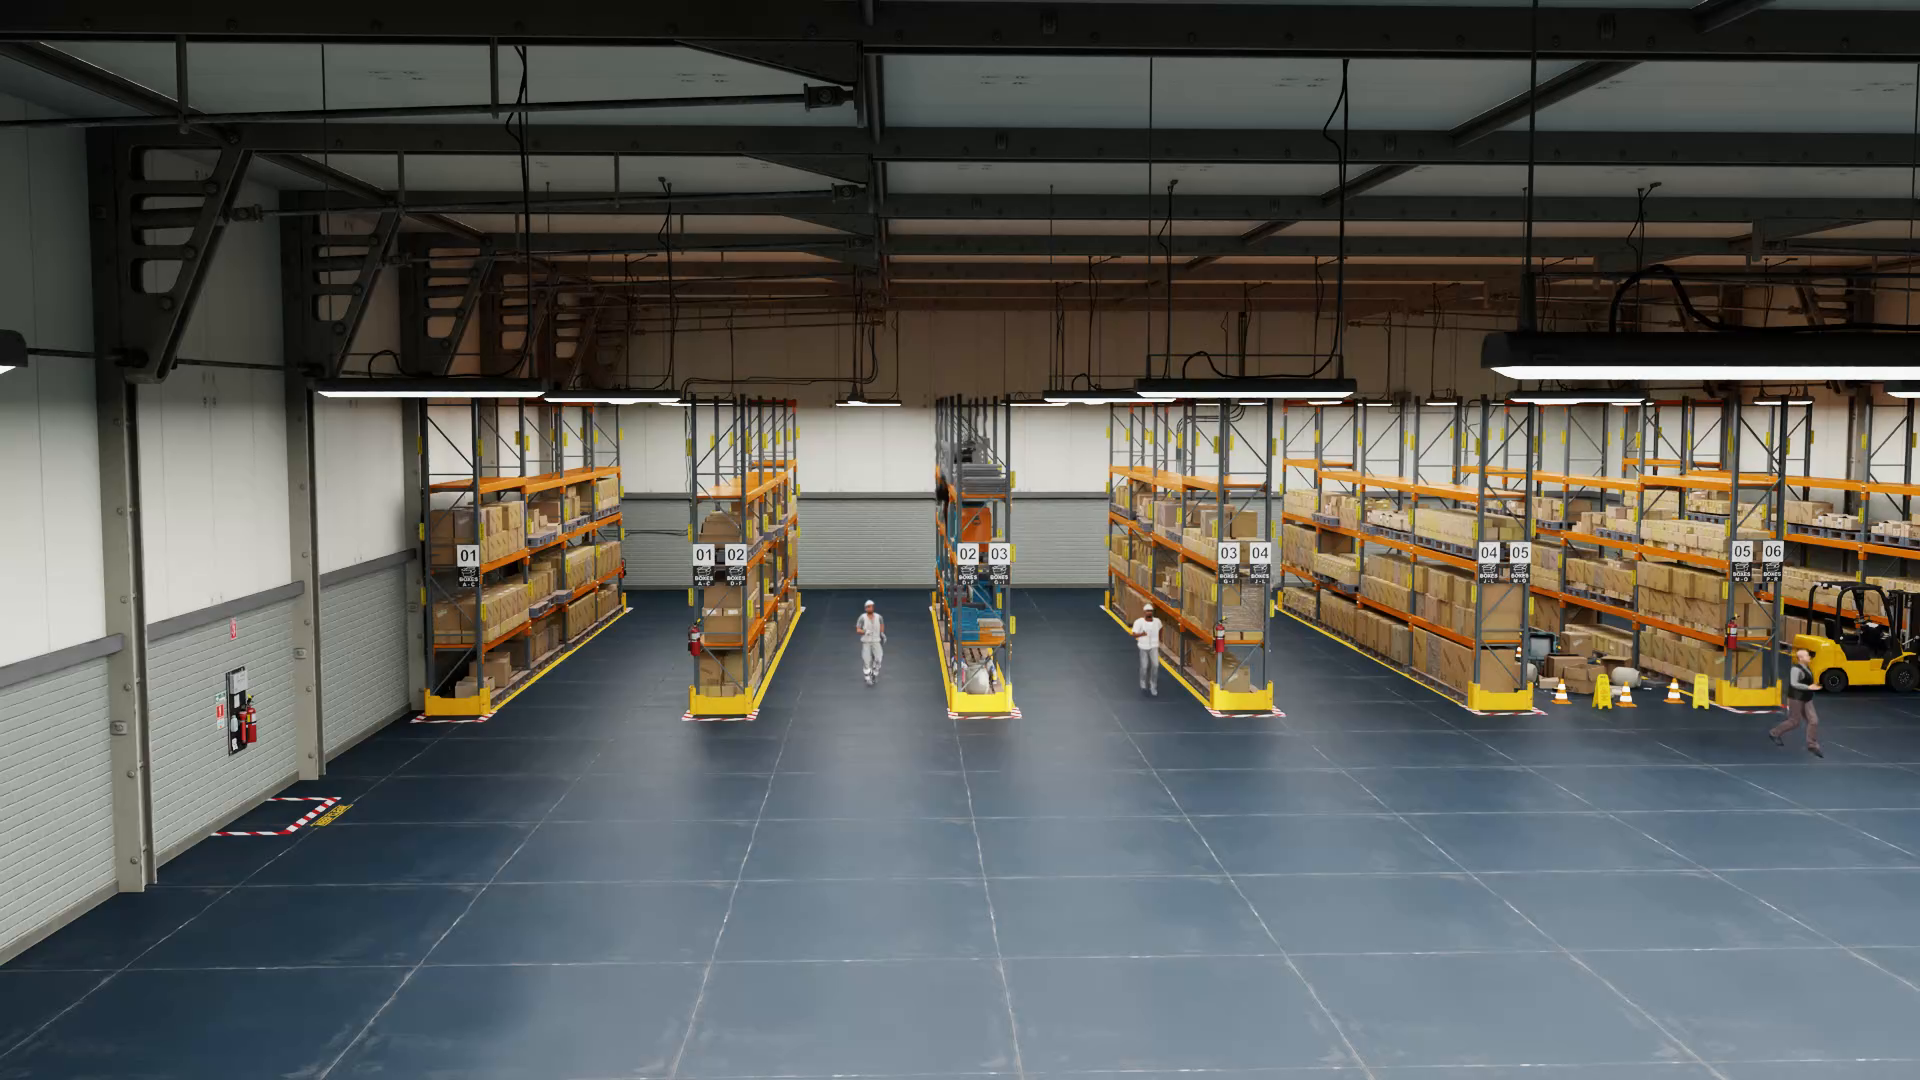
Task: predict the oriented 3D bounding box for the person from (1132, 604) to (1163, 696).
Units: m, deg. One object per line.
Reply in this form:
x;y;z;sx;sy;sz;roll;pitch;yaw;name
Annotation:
3.794;2.198;33.504;0.677;1.823;0.738;0;5;-4;person

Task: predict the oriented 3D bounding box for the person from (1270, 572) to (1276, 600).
8.085;1.395;44.225;0.661;1.738;0.580;0;4;2;person

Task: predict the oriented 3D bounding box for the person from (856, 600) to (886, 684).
-1.823;2.123;34.346;0.640;1.750;0.661;-1;5;-15;person

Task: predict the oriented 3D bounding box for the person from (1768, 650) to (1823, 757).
13.934;2.704;27.676;0.687;1.784;0.898;-4;6;-41;person
